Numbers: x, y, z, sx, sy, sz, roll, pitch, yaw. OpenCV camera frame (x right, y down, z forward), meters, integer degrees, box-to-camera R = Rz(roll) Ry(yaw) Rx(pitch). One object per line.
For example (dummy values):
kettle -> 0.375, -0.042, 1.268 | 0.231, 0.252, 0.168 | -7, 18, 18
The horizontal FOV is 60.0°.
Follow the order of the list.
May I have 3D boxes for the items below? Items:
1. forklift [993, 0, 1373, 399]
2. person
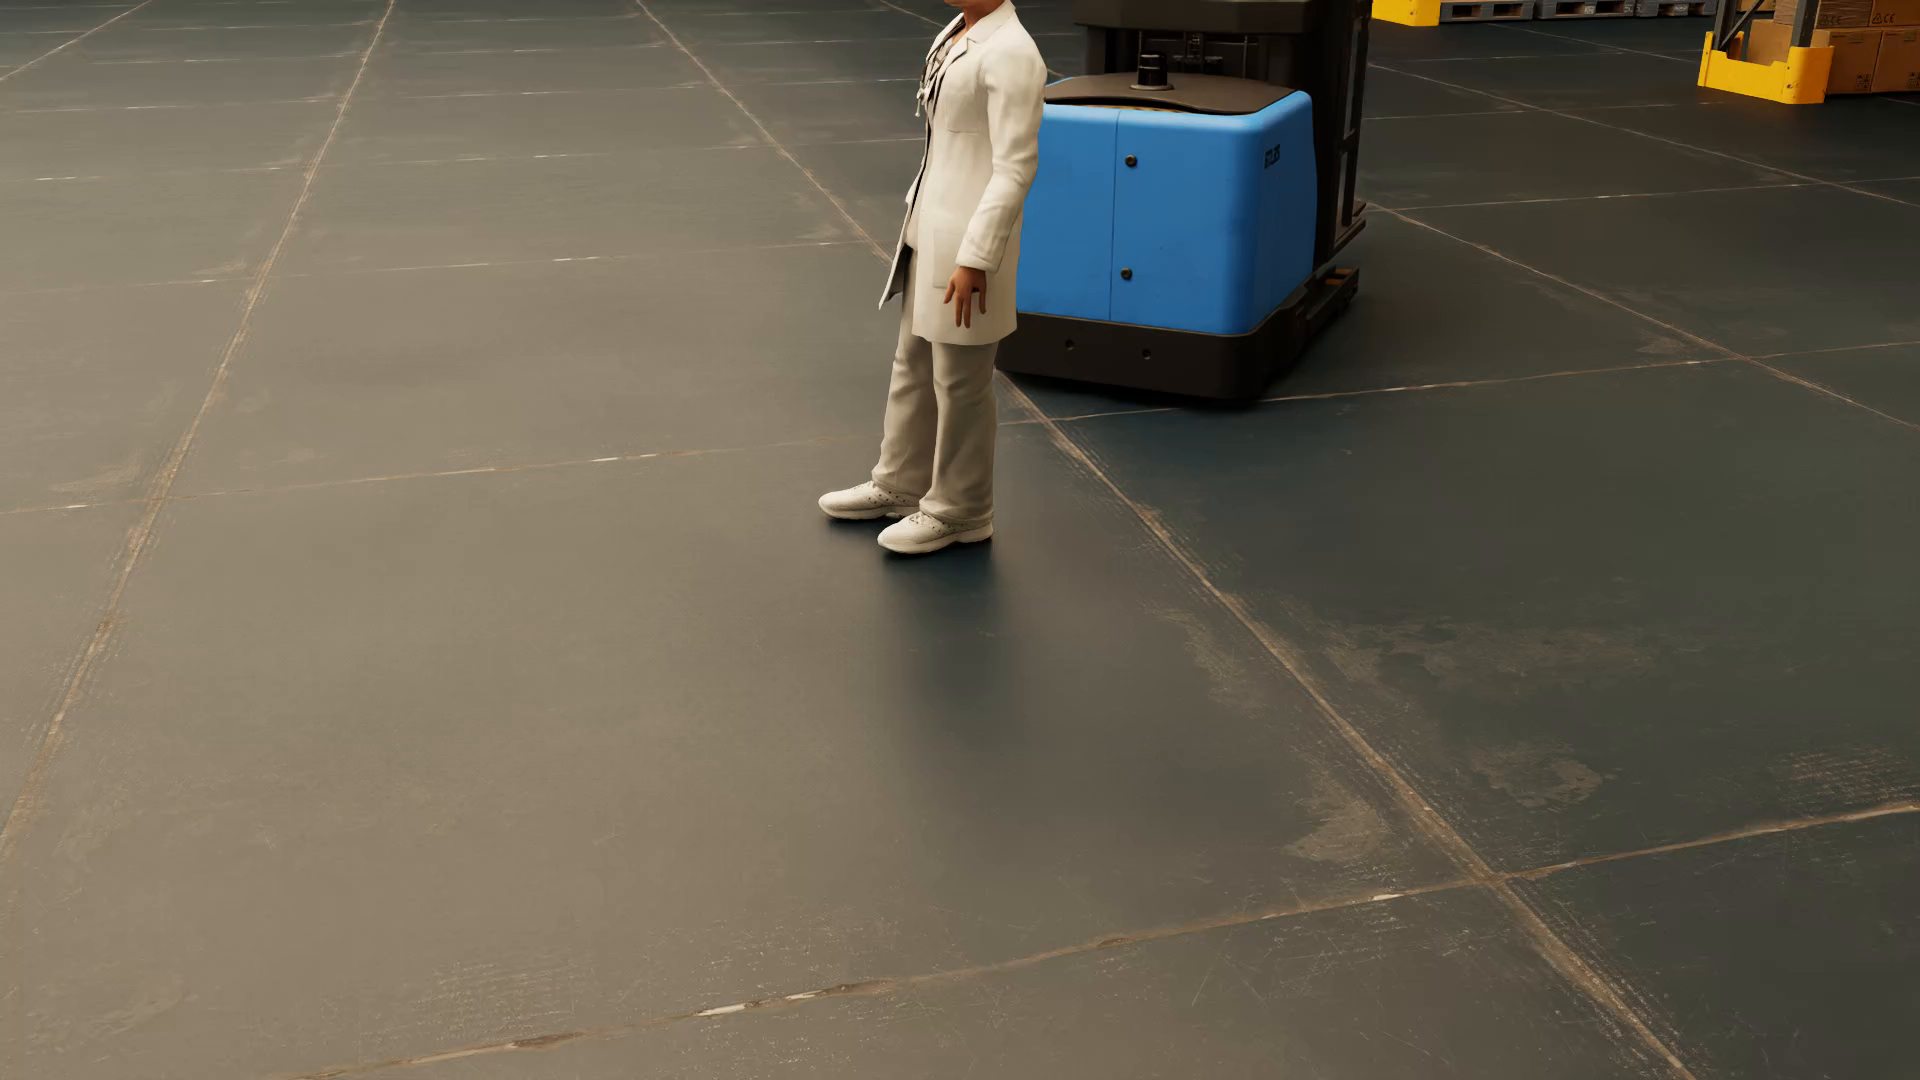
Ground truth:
forklift -> 1.168, -2.407, 6.966 | 1.130, 2.935, 3.031 | 10, 25, 22
person -> -0.089, -0.817, 4.684 | 0.580, 1.777, 0.698 | -6, 24, -14
